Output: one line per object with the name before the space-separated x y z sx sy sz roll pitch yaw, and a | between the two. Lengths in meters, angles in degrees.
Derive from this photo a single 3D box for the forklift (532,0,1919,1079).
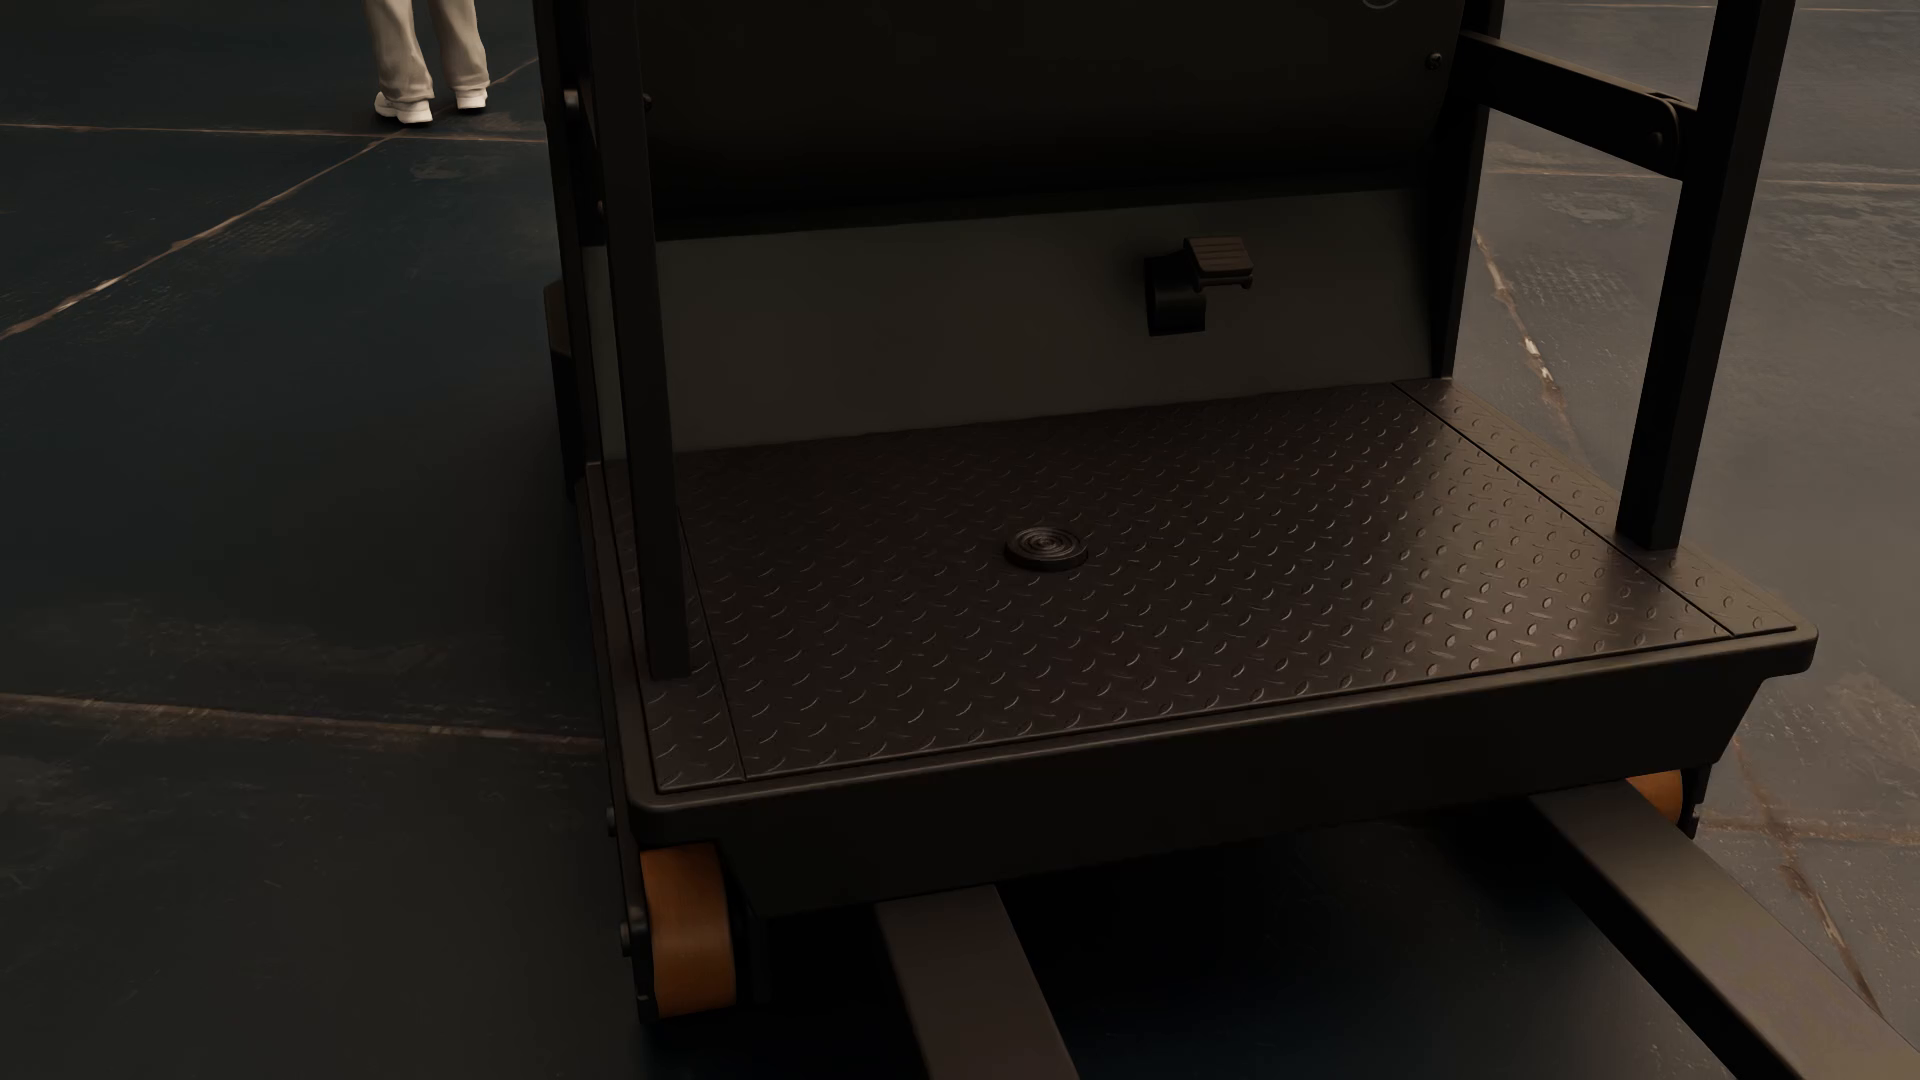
forklift | 0.153 -1.049 1.319 1.130 2.935 3.031 -7 27 -13

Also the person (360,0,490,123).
person | -1.665 -2.036 4.689 0.550 1.673 0.548 -14 30 -26
